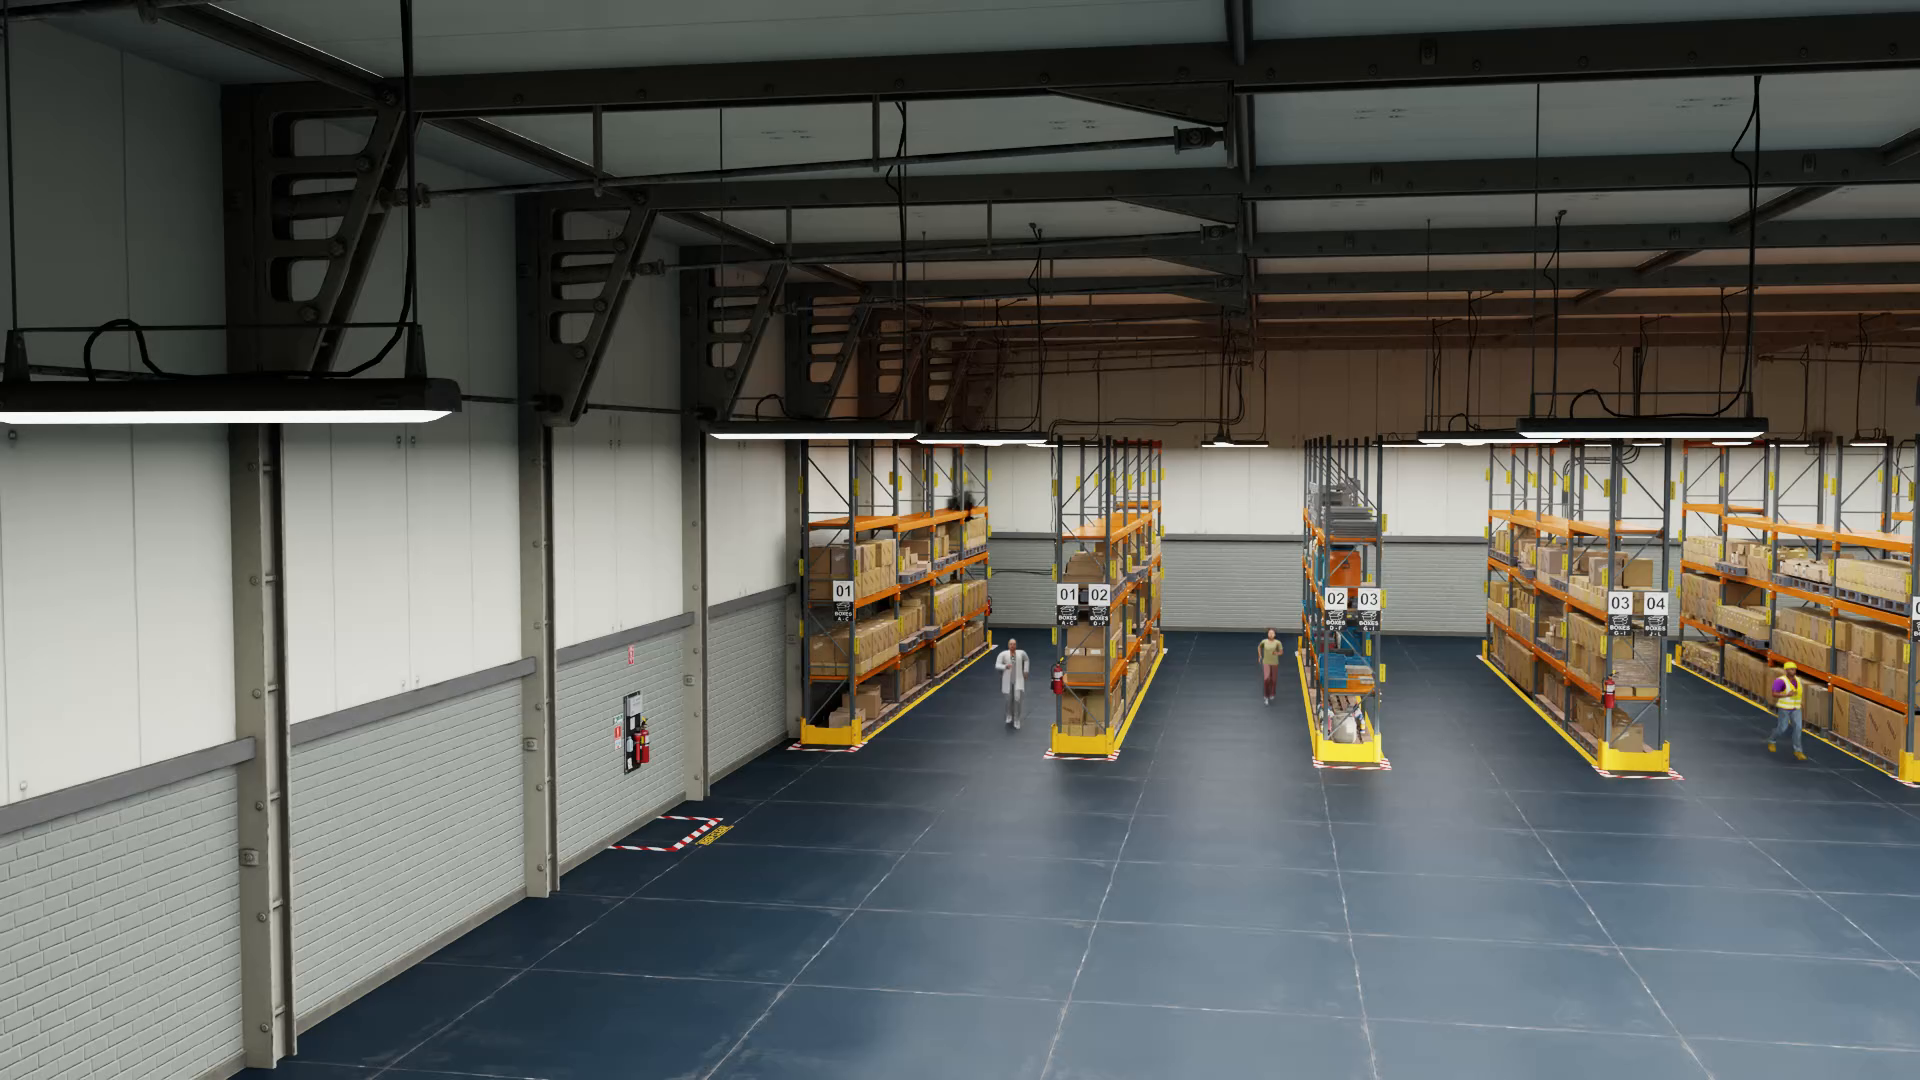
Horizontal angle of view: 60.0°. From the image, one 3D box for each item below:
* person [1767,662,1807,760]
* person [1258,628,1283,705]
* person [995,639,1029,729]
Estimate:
[{"bbox_3d":[15.388,3.136,30.903,0.730,1.770,0.939,-1,3,-10],"label":"person"},{"bbox_3d":[7.033,2.852,37.637,0.547,1.725,0.734,0,3,7],"label":"person"},{"bbox_3d":[1.080,2.970,34.472,0.692,1.863,0.881,0,3,3],"label":"person"}]
